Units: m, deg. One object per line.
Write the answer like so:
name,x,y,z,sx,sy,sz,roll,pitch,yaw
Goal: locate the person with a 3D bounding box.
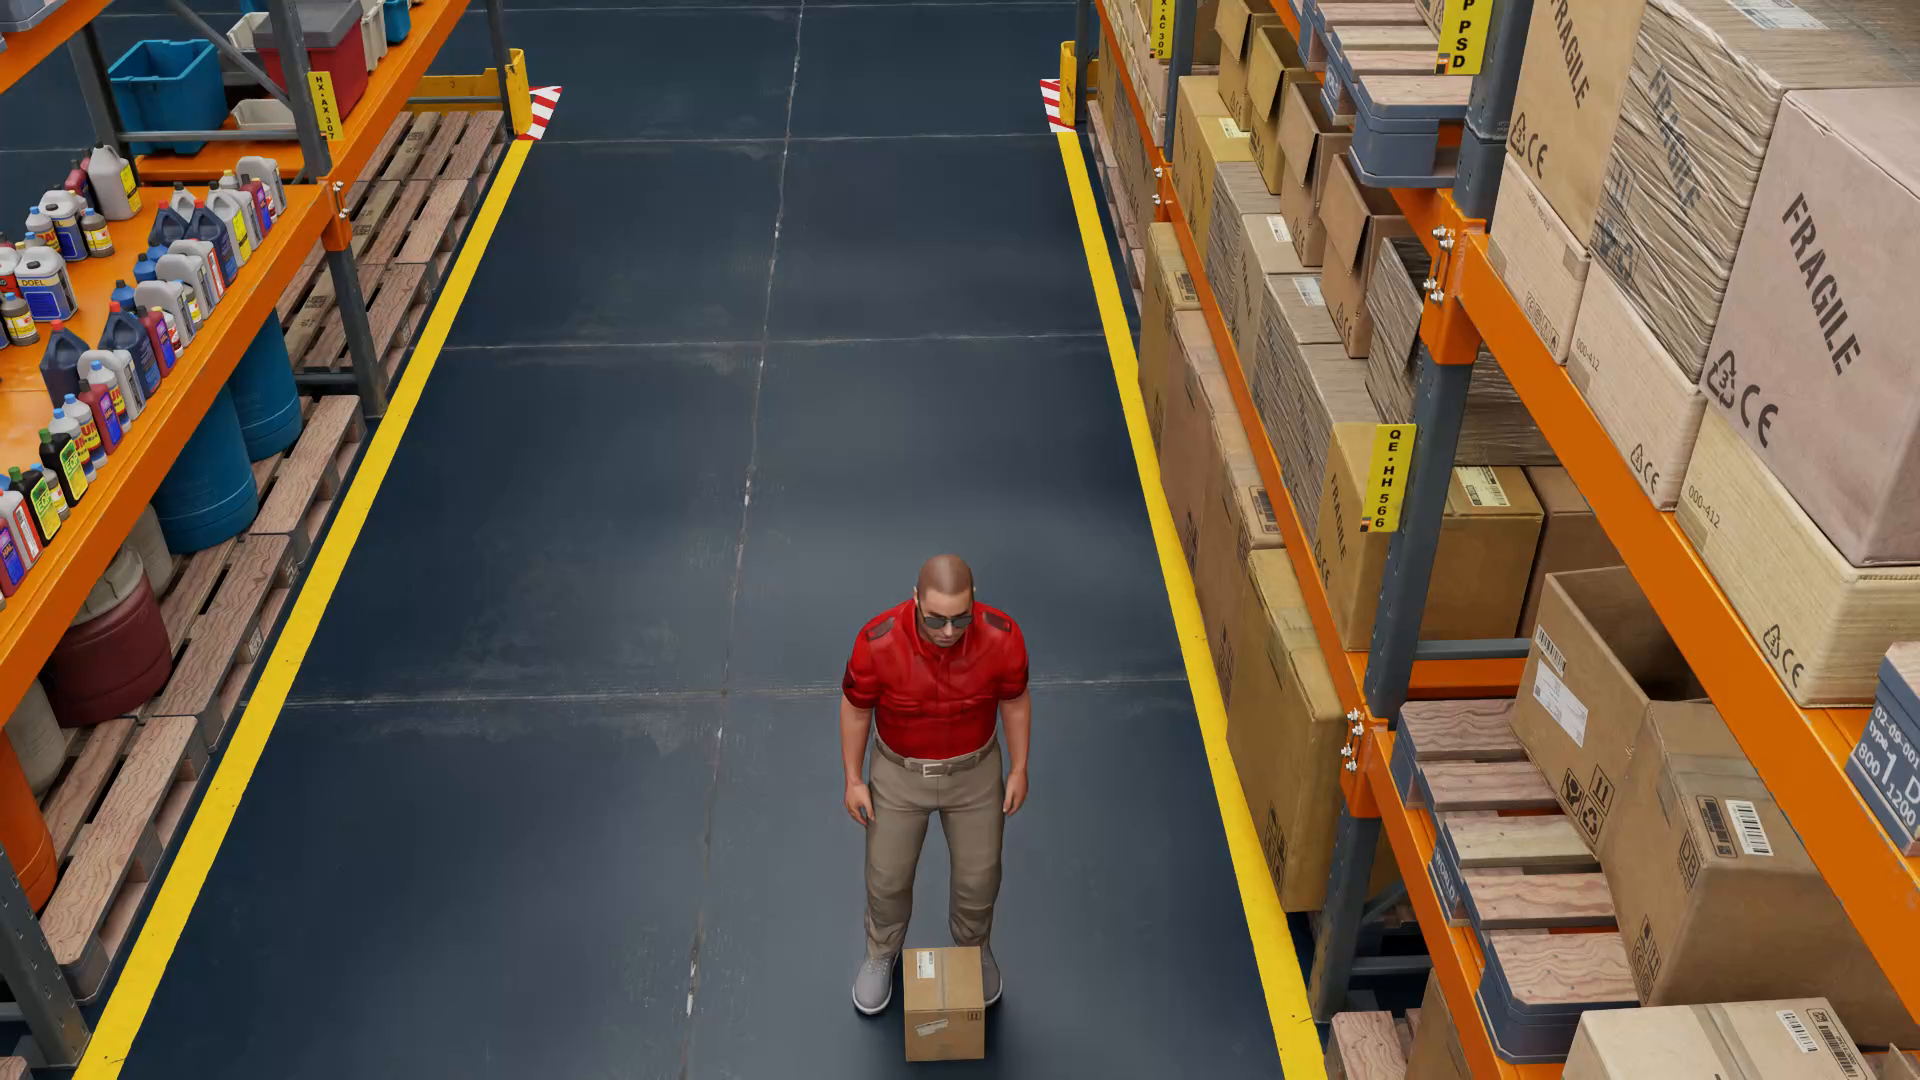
person,-0.072,0.732,5.113,0.588,1.725,0.392,-3,35,-4
